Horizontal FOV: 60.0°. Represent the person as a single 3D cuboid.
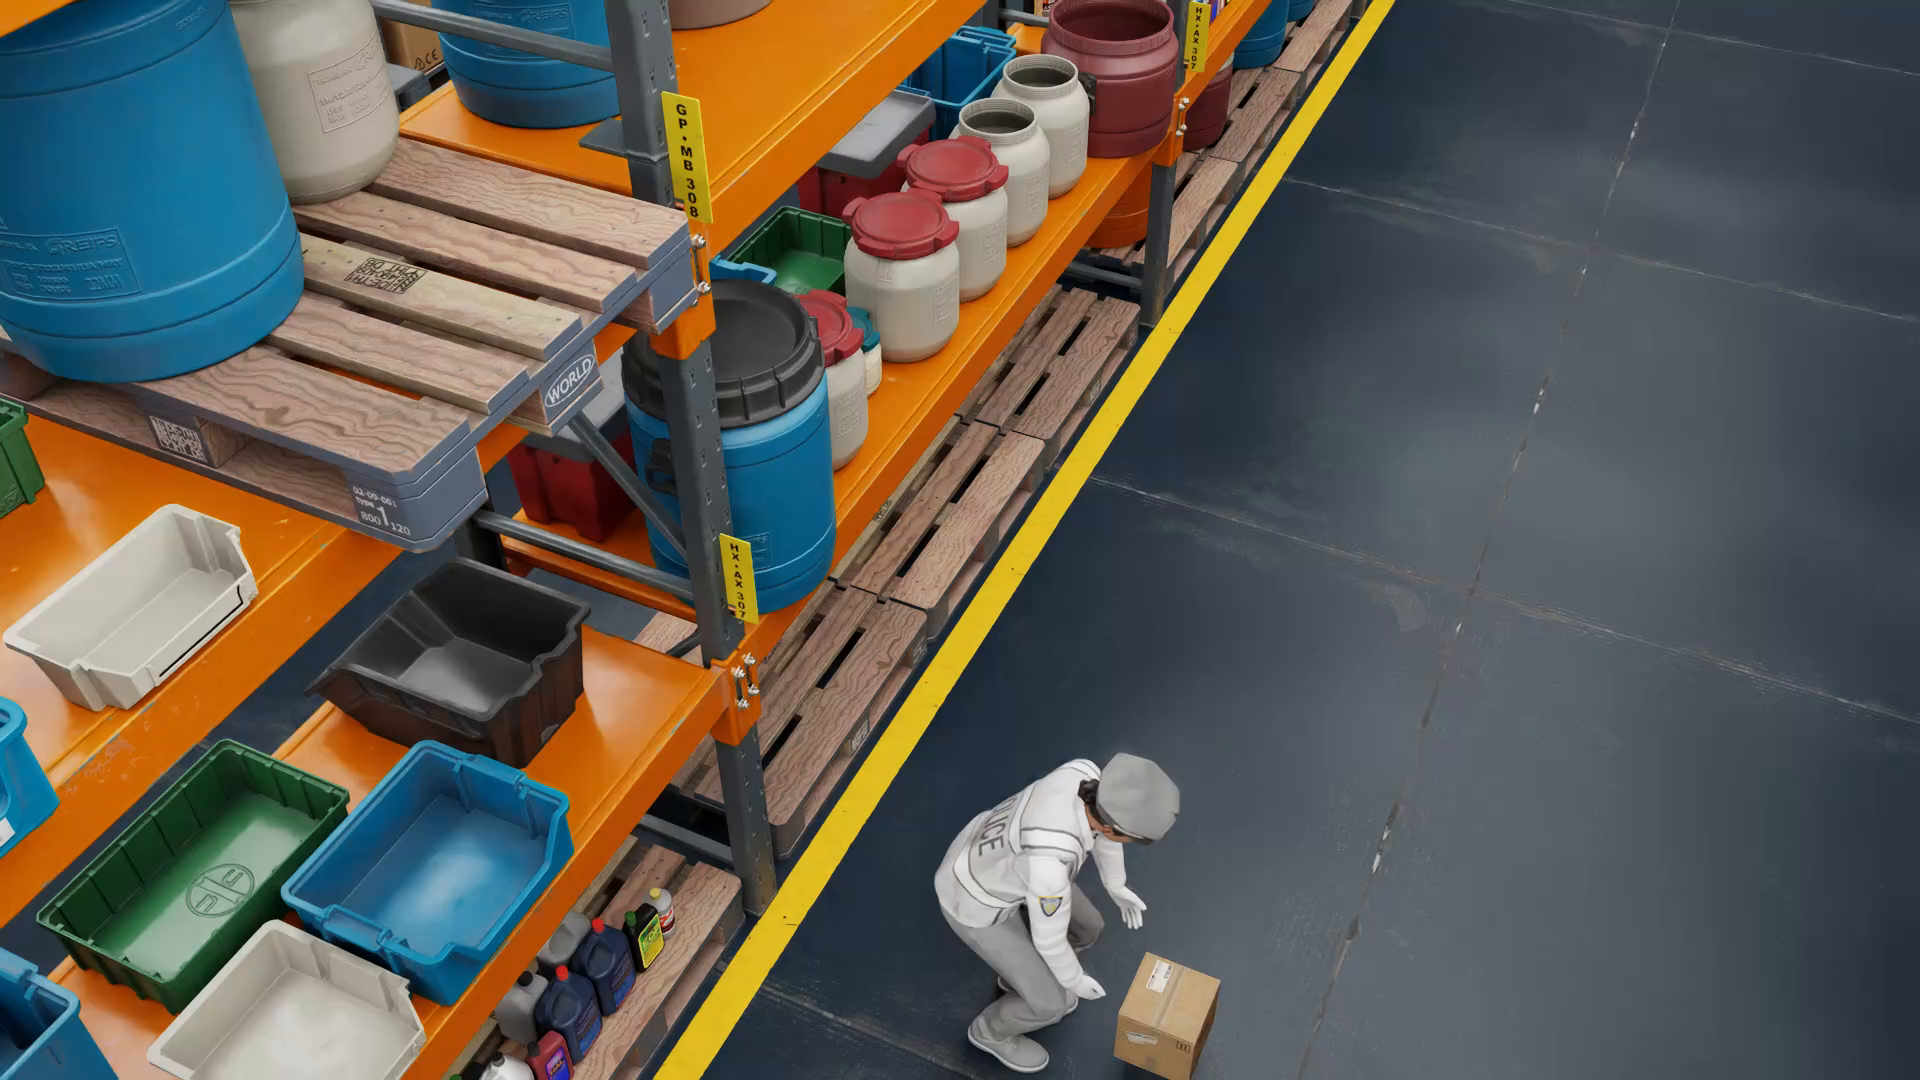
[{"bbox_3d":[0.284,1.120,5.147,0.708,1.376,0.519,18,45,18],"label":"person"}]
